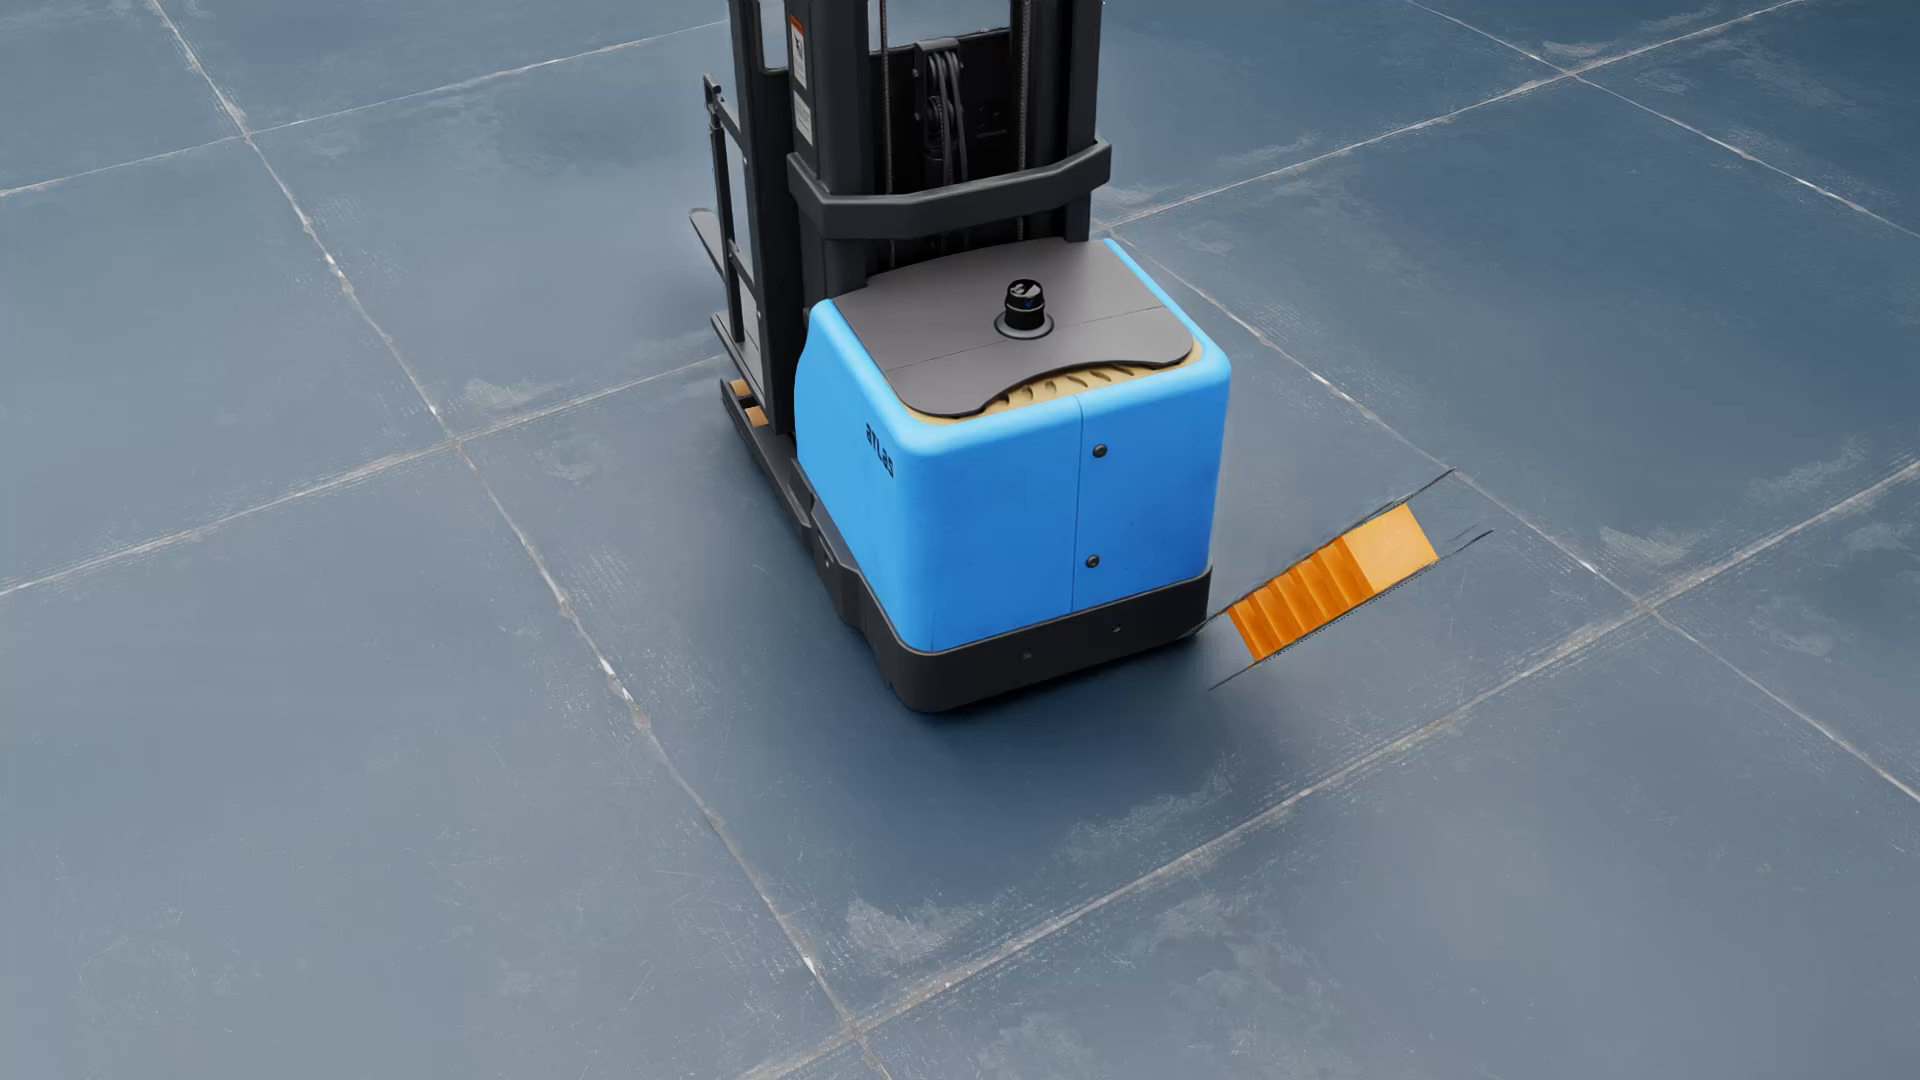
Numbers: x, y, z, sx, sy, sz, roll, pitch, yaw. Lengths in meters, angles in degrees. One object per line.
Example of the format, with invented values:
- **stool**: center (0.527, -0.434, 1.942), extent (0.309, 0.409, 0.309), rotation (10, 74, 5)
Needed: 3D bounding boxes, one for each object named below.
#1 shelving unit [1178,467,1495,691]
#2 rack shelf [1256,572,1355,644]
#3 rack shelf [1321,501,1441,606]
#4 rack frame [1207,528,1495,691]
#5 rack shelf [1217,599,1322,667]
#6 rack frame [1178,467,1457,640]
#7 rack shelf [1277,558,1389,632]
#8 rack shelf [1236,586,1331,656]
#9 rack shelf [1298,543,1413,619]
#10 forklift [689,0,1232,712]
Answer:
- **shelving unit**: center (1.022, 0.141, 4.720), extent (0.258, 1.200, 0.189), rotation (-25, 80, -26)
- **rack shelf**: center (1.007, 0.156, 4.759), extent (0.258, 0.103, 0.180), rotation (-25, 80, -26)
- **rack shelf**: center (1.125, 0.034, 4.441), extent (0.258, 0.103, 0.180), rotation (-25, 80, -26)
- **rack frame**: center (1.066, 0.220, 4.706), extent (0.240, 1.200, 0.006), rotation (-25, 80, -26)
- **rack shelf**: center (0.928, 0.238, 4.970), extent (0.258, 0.103, 0.180), rotation (-25, 80, -26)
- **rack frame**: center (0.978, 0.062, 4.734), extent (0.240, 1.200, 0.006), rotation (-25, 80, -26)
- **rack shelf**: center (1.047, 0.115, 4.653), extent (0.258, 0.103, 0.180), rotation (-25, 80, -26)
- **rack shelf**: center (0.968, 0.197, 4.865), extent (0.258, 0.103, 0.180), rotation (-25, 80, -26)
- **rack shelf**: center (1.086, 0.075, 4.547), extent (0.258, 0.103, 0.180), rotation (-25, 80, -26)
- **forklift**: center (-0.251, -1.553, 5.324), extent (1.130, 2.935, 3.031), rotation (-15, 42, -17)
